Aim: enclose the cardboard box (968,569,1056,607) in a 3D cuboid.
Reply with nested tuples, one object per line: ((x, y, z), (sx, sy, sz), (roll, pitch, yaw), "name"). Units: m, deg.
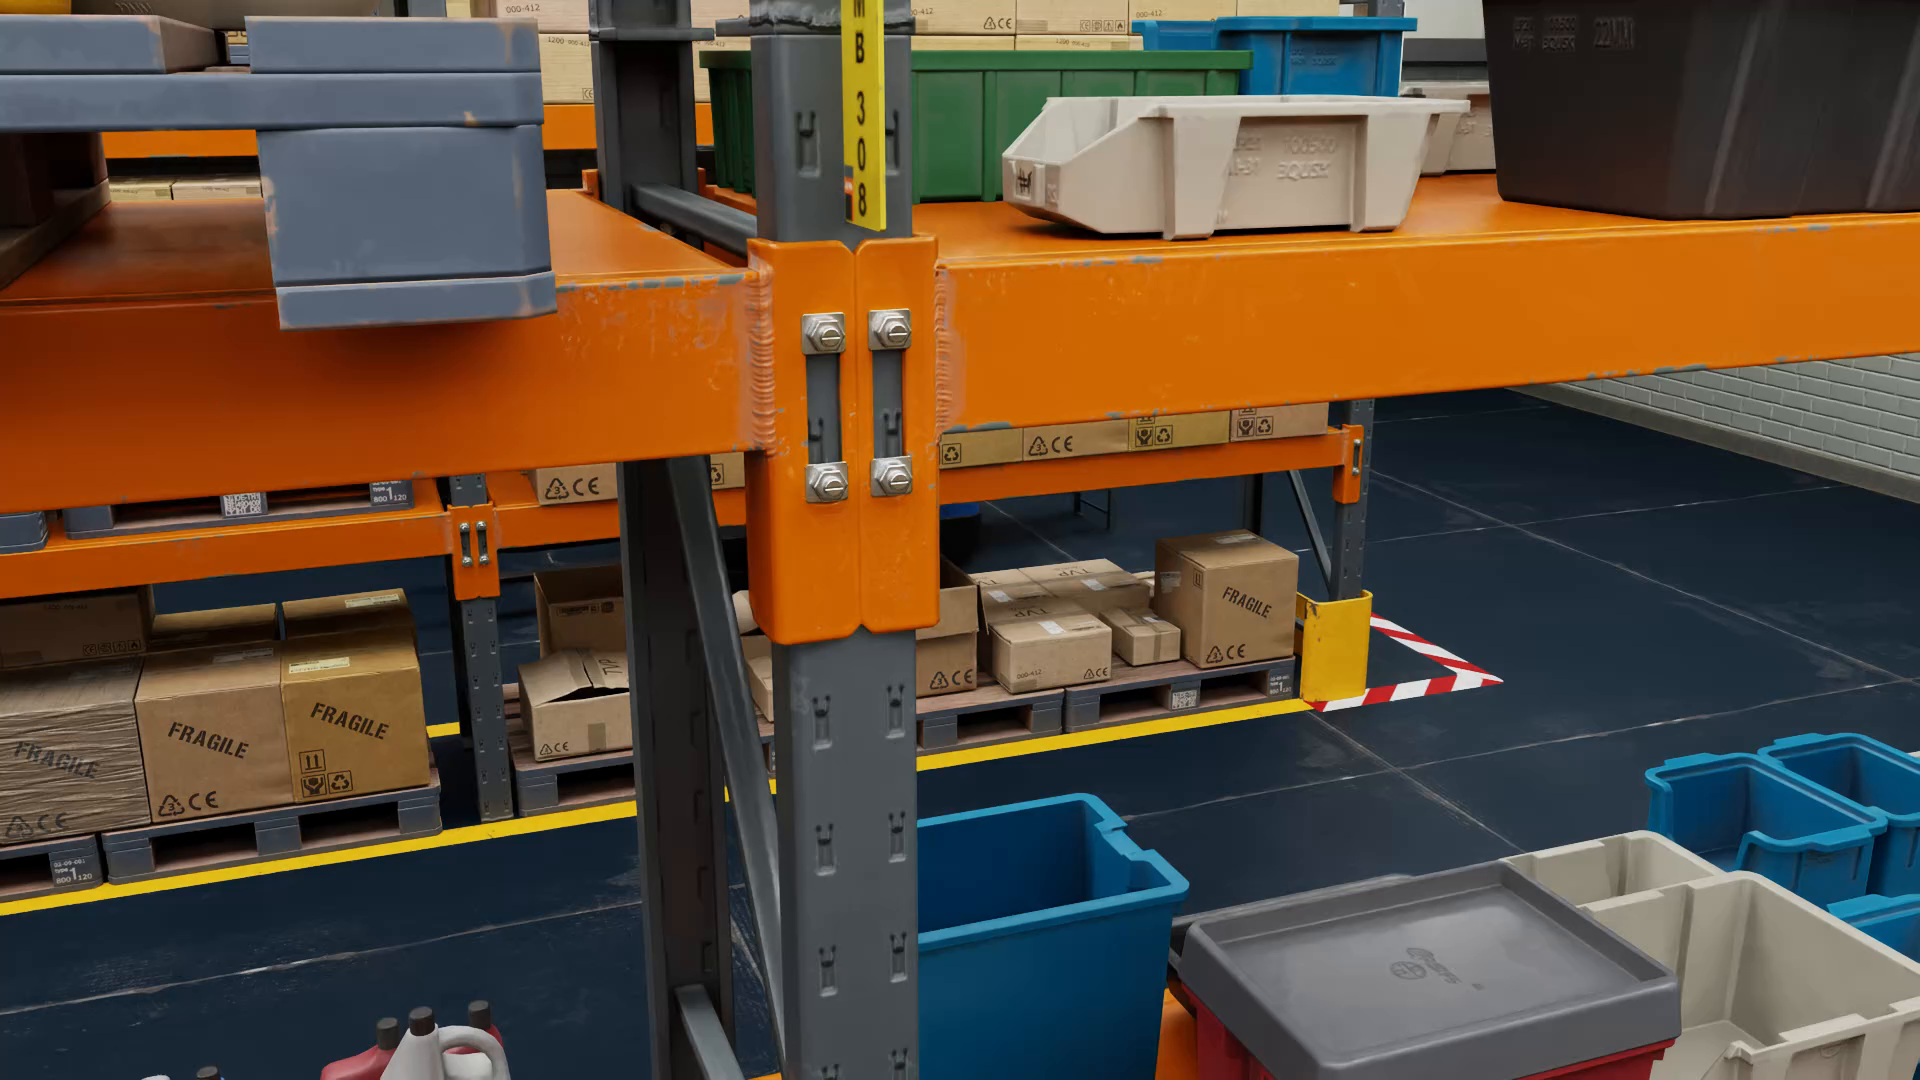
((0.146, 0.355, 8.166), (0.500, 0.250, 0.500), (-6, 17, -20), "cardboard box")

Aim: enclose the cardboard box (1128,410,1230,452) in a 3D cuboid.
((0.885, -0.713, 7.524), (0.500, 0.500, 0.500), (-6, 17, -20), "cardboard box")

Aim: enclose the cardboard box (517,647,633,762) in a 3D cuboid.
((-1.576, 0.662, 7.010), (0.500, 0.311, 0.500), (-6, 17, -20), "cardboard box")

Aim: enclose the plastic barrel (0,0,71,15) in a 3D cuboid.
((-1.057, -0.713, 1.300), (0.600, 0.588, 0.600), (0, 16, 0), "plastic barrel")

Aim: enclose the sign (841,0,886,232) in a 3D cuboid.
((-0.082, -0.426, 1.387), (0.005, 0.325, 0.100), (-6, 17, -20), "sign")

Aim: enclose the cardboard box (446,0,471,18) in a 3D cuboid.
((-3.082, -3.351, 10.706), (0.500, 0.250, 0.500), (-6, 17, -20), "cardboard box")

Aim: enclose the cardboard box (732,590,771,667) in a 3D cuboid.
((-0.915, 0.440, 7.767), (0.500, 0.311, 0.500), (-6, 17, -20), "cardboard box")

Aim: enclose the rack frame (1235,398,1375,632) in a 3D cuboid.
((1.689, -0.835, 8.117), (0.127, 3.000, 1.000), (-6, 17, -20), "rack frame")

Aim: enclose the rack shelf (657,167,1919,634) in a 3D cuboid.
((1.591, -0.423, 2.669), (4.000, 0.370, 1.077), (-6, 17, -20), "rack shelf")

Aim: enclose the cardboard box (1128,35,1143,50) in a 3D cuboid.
((0.833, -2.033, 7.141), (0.500, 0.250, 0.500), (-6, 17, -20), "cardboard box")

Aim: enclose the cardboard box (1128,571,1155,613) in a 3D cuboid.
((0.942, 0.291, 8.532), (0.250, 0.166, 0.380), (-6, 17, -20), "cardboard box")

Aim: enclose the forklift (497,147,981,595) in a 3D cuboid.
((-1.433, -1.222, 9.559), (3.031, 2.935, 1.130), (-7, 18, -23), "forklift")

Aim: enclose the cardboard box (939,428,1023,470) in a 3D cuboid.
((-0.053, -0.613, 7.184), (0.500, 0.500, 0.500), (-6, 18, -21), "cardboard box")

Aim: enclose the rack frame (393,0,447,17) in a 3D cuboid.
((-2.046, -3.310, 5.898), (0.127, 3.000, 1.000), (-6, 17, -20), "rack frame")

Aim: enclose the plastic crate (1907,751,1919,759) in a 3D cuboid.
((2.147, 0.584, 3.647), (0.298, 0.136, 0.250), (-6, 17, -20), "plastic crate")

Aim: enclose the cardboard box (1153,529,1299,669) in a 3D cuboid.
((1.270, 0.273, 7.999), (0.500, 0.500, 0.500), (-6, 17, -20), "cardboard box")

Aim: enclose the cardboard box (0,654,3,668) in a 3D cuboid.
((-3.987, 0.333, 6.464), (0.500, 0.250, 0.500), (-7, 18, -21), "cardboard box")

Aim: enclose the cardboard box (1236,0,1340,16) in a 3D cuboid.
((1.301, -2.323, 7.240), (0.500, 0.250, 0.500), (-6, 17, -20), "cardboard box")

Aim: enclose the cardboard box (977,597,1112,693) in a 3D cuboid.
((0.372, 0.481, 7.735), (0.500, 0.250, 0.500), (-6, 17, -20), "cardboard box")

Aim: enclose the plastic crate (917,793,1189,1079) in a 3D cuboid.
((0.037, 0.714, 2.764), (0.575, 0.384, 0.392), (-6, 17, -20), "plastic crate")

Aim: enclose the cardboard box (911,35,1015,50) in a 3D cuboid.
((-0.102, -1.933, 6.800), (0.500, 0.250, 0.500), (-6, 17, -20), "cardboard box")

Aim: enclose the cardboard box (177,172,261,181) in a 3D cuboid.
((-4.831, -2.262, 10.906), (0.500, 0.250, 0.500), (-6, 17, -19), "cardboard box")

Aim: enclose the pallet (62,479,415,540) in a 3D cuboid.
((-2.831, -0.287, 6.594), (1.213, 0.211, 1.003), (-6, 17, -20), "pallet")

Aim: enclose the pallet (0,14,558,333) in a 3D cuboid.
((-0.974, -0.372, 1.551), (1.003, 0.211, 1.213), (-6, 17, -20), "pallet")

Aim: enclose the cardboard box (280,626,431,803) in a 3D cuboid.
((-2.404, 0.682, 6.607), (0.500, 0.500, 0.500), (-6, 17, -20), "cardboard box")

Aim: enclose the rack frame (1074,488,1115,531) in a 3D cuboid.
((0.885, -0.843, 10.807), (0.032, 1.500, 0.500), (-7, 18, -23), "rack frame")

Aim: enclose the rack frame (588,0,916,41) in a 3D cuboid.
((-0.277, -2.006, 1.459), (0.127, 3.000, 1.000), (-6, 17, -20), "rack frame")

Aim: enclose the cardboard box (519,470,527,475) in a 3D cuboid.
((-1.671, -0.597, 7.131), (0.500, 0.500, 0.500), (-6, 17, -19), "cardboard box")

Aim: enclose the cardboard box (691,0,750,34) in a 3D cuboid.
((-1.037, -2.073, 6.389), (0.500, 0.250, 0.500), (-6, 17, -20), "cardboard box")

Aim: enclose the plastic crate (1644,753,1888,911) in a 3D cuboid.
((1.600, 0.622, 3.347), (0.300, 0.233, 0.416), (-6, 17, -20), "plastic crate")

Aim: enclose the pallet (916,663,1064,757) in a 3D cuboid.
((-0.263, 0.714, 7.794), (1.213, 0.211, 1.003), (-6, 17, -20), "pallet")

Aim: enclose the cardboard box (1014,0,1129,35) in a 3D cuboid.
((0.366, -2.223, 6.900), (0.500, 0.250, 0.500), (-6, 17, -20), "cardboard box")

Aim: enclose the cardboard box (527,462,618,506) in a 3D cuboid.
((-1.472, -0.459, 6.660), (0.500, 0.500, 0.500), (-6, 17, -19), "cardboard box")

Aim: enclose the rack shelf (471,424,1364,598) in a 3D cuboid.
((-0.178, -0.288, 7.531), (4.000, 0.370, 1.077), (-6, 17, -20), "rack shelf")

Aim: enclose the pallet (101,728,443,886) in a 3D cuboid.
((-2.792, 0.999, 6.823), (1.213, 0.211, 1.003), (-6, 17, -20), "pallet")

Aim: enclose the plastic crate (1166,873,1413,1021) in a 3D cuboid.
((0.672, 0.792, 2.959), (0.590, 0.125, 0.437), (-6, 17, -20), "plastic crate")

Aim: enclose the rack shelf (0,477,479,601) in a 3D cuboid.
((-3.913, 0.116, 6.158), (4.000, 0.370, 1.077), (-6, 17, -20), "rack shelf")

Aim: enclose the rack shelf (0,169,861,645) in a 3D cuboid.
((-2.144, -0.020, 1.296), (4.000, 0.370, 1.077), (-6, 17, -20), "rack shelf")

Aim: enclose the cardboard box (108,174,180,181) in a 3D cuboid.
((-5.297, -2.210, 10.729), (0.500, 0.250, 0.500), (-7, 18, -22), "cardboard box")

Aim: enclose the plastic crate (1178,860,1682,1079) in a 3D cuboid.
((0.647, 0.789, 2.368), (0.583, 0.464, 0.402), (-6, 17, -20), "plastic crate")

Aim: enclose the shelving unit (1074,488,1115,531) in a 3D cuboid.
((0.423, -0.784, 10.605), (1.048, 1.500, 0.538), (-7, 18, -23), "shelving unit")

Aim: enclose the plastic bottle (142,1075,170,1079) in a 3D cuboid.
((-1.187, 0.915, 2.378), (0.135, 0.276, 0.152), (-6, 17, -20), "plastic bottle")

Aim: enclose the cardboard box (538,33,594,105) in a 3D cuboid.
((-1.503, -1.782, 6.287), (0.500, 0.250, 0.500), (-6, 17, -20), "cardboard box")

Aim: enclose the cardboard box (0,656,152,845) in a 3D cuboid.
((-3.337, 0.780, 6.273), (0.500, 0.500, 0.500), (-6, 17, -19), "cardboard box")

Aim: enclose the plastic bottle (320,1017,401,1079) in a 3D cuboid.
((-0.897, 0.867, 2.531), (0.133, 0.283, 0.061), (-6, 17, -20), "plastic bottle")

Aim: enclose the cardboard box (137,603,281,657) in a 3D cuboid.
((-3.079, 0.598, 6.893), (0.500, 0.500, 0.500), (-6, 17, -19), "cardboard box")

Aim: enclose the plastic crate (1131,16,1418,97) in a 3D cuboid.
((0.459, -0.662, 2.503), (0.300, 0.233, 0.416), (-6, 17, -20), "plastic crate")

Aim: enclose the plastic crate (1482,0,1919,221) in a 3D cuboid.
((0.981, -0.557, 2.081), (0.590, 0.269, 0.497), (-6, 17, -20), "plastic crate")
